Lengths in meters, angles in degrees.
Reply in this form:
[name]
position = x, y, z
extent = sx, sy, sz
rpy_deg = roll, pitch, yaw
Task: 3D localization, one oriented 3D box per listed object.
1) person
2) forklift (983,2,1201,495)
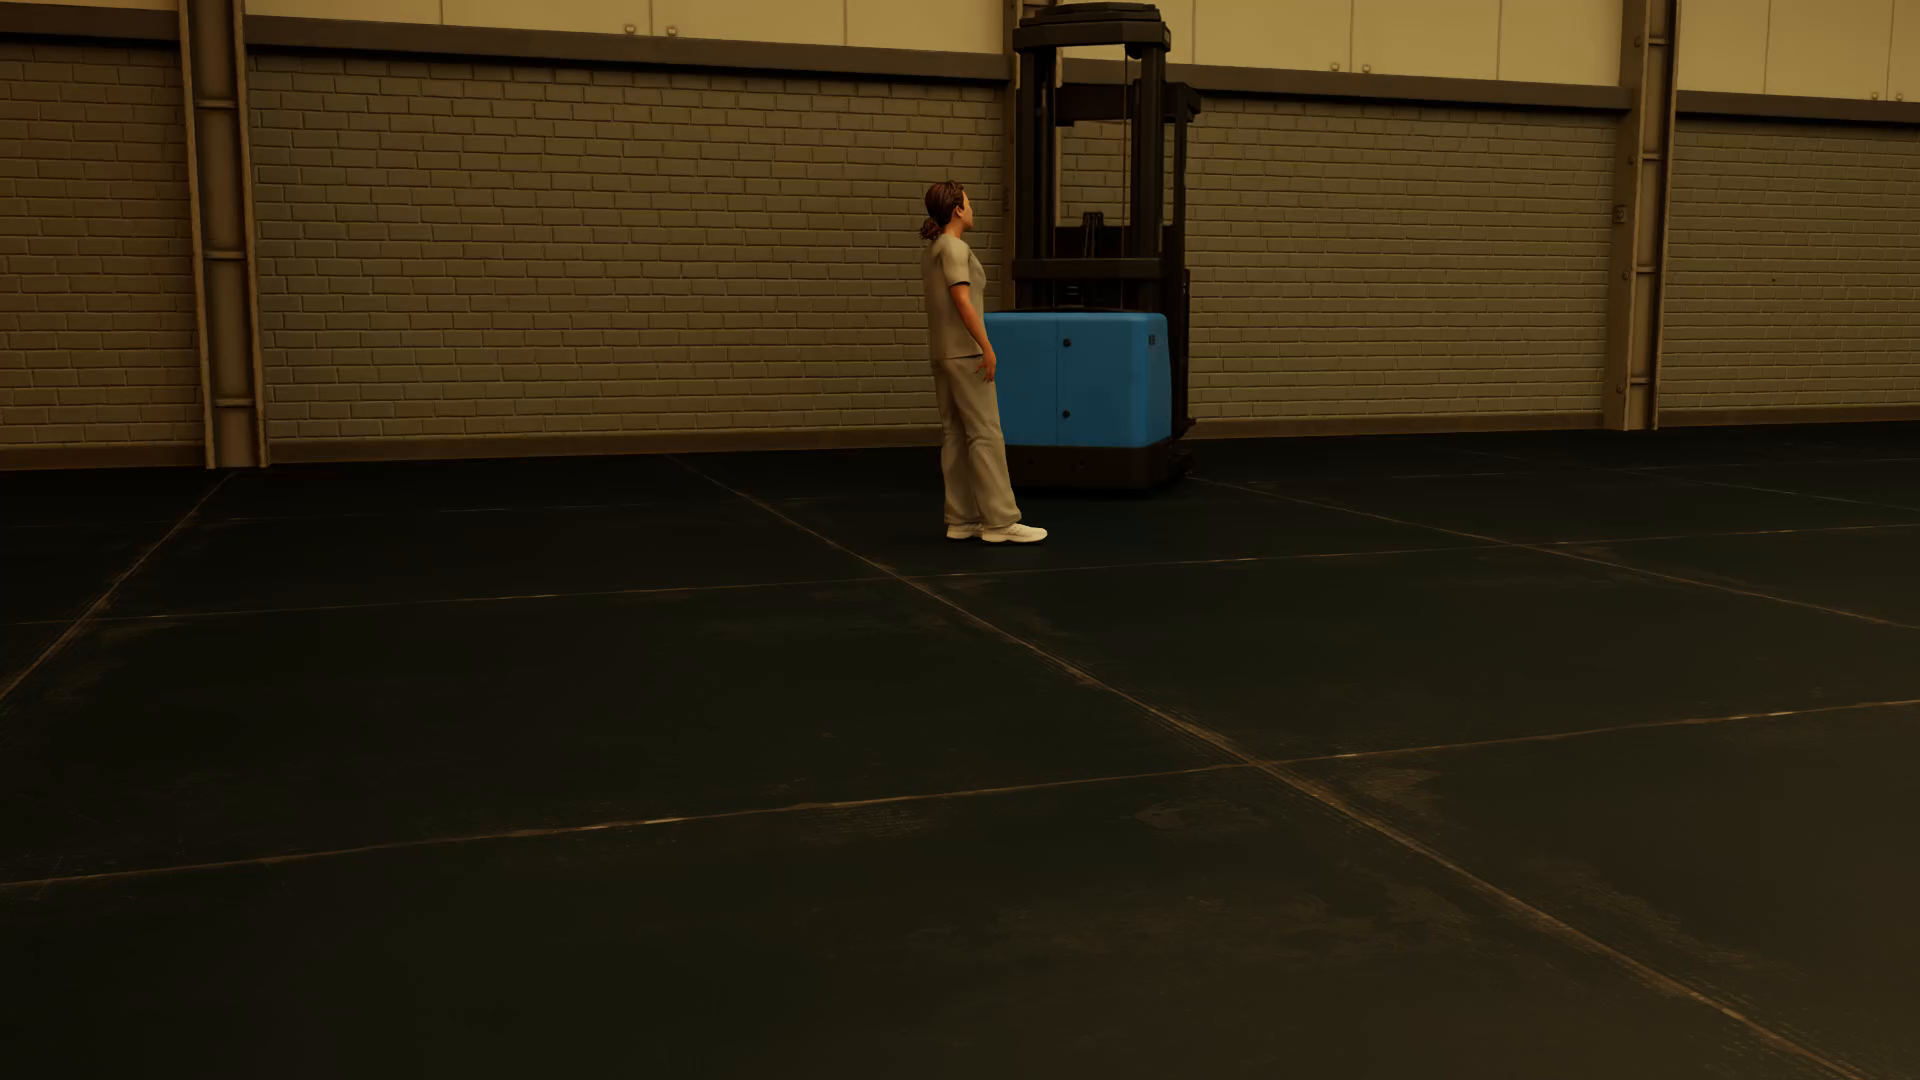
[person]
position = 0.081, -0.839, 7.823
extent = 0.533, 1.675, 0.550
rpy_deg = -3, 8, -18
[forklift]
position = 0.959, -1.881, 10.883
extent = 1.130, 2.935, 3.031
rpy_deg = 2, 8, 15
